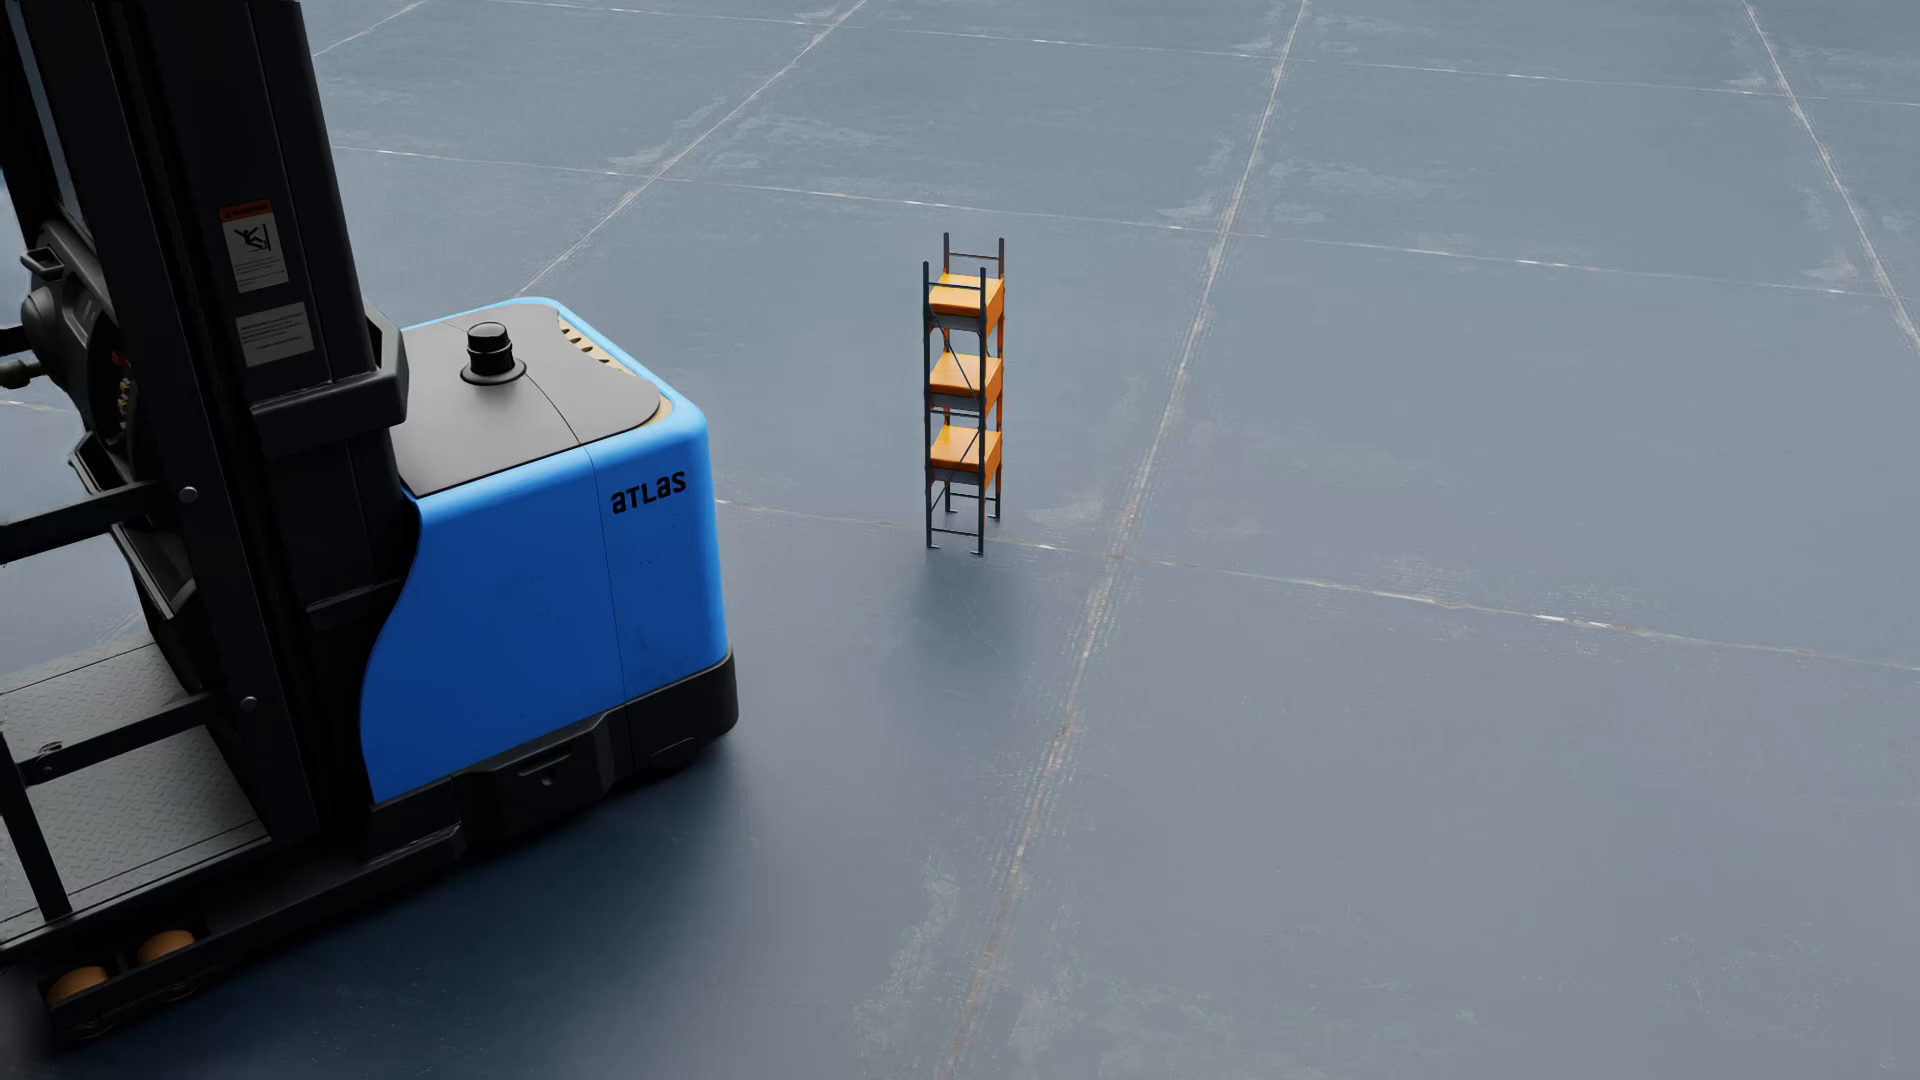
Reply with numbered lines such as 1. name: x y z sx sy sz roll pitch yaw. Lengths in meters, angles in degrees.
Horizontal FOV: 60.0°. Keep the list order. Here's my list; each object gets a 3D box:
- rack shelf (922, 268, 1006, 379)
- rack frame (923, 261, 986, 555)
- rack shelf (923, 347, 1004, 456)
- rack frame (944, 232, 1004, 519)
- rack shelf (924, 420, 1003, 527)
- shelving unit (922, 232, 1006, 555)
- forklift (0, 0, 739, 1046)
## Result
1. rack shelf: 0.014 -0.701 5.365 0.215 0.259 0.240 8 33 12
2. rack frame: -0.017 -0.408 5.412 0.200 1.050 0.008 8 33 12
3. rack shelf: 0.014 -0.462 5.518 0.215 0.259 0.240 8 33 12
4. rack frame: 0.045 -0.534 5.612 0.200 1.050 0.008 8 33 12
5. rack shelf: 0.014 -0.227 5.667 0.215 0.259 0.240 8 33 12
6. shelving unit: 0.014 -0.471 5.512 0.215 1.050 0.252 8 33 12
7. forklift: -2.123 -0.389 3.629 3.031 2.935 1.130 -22 39 -30
